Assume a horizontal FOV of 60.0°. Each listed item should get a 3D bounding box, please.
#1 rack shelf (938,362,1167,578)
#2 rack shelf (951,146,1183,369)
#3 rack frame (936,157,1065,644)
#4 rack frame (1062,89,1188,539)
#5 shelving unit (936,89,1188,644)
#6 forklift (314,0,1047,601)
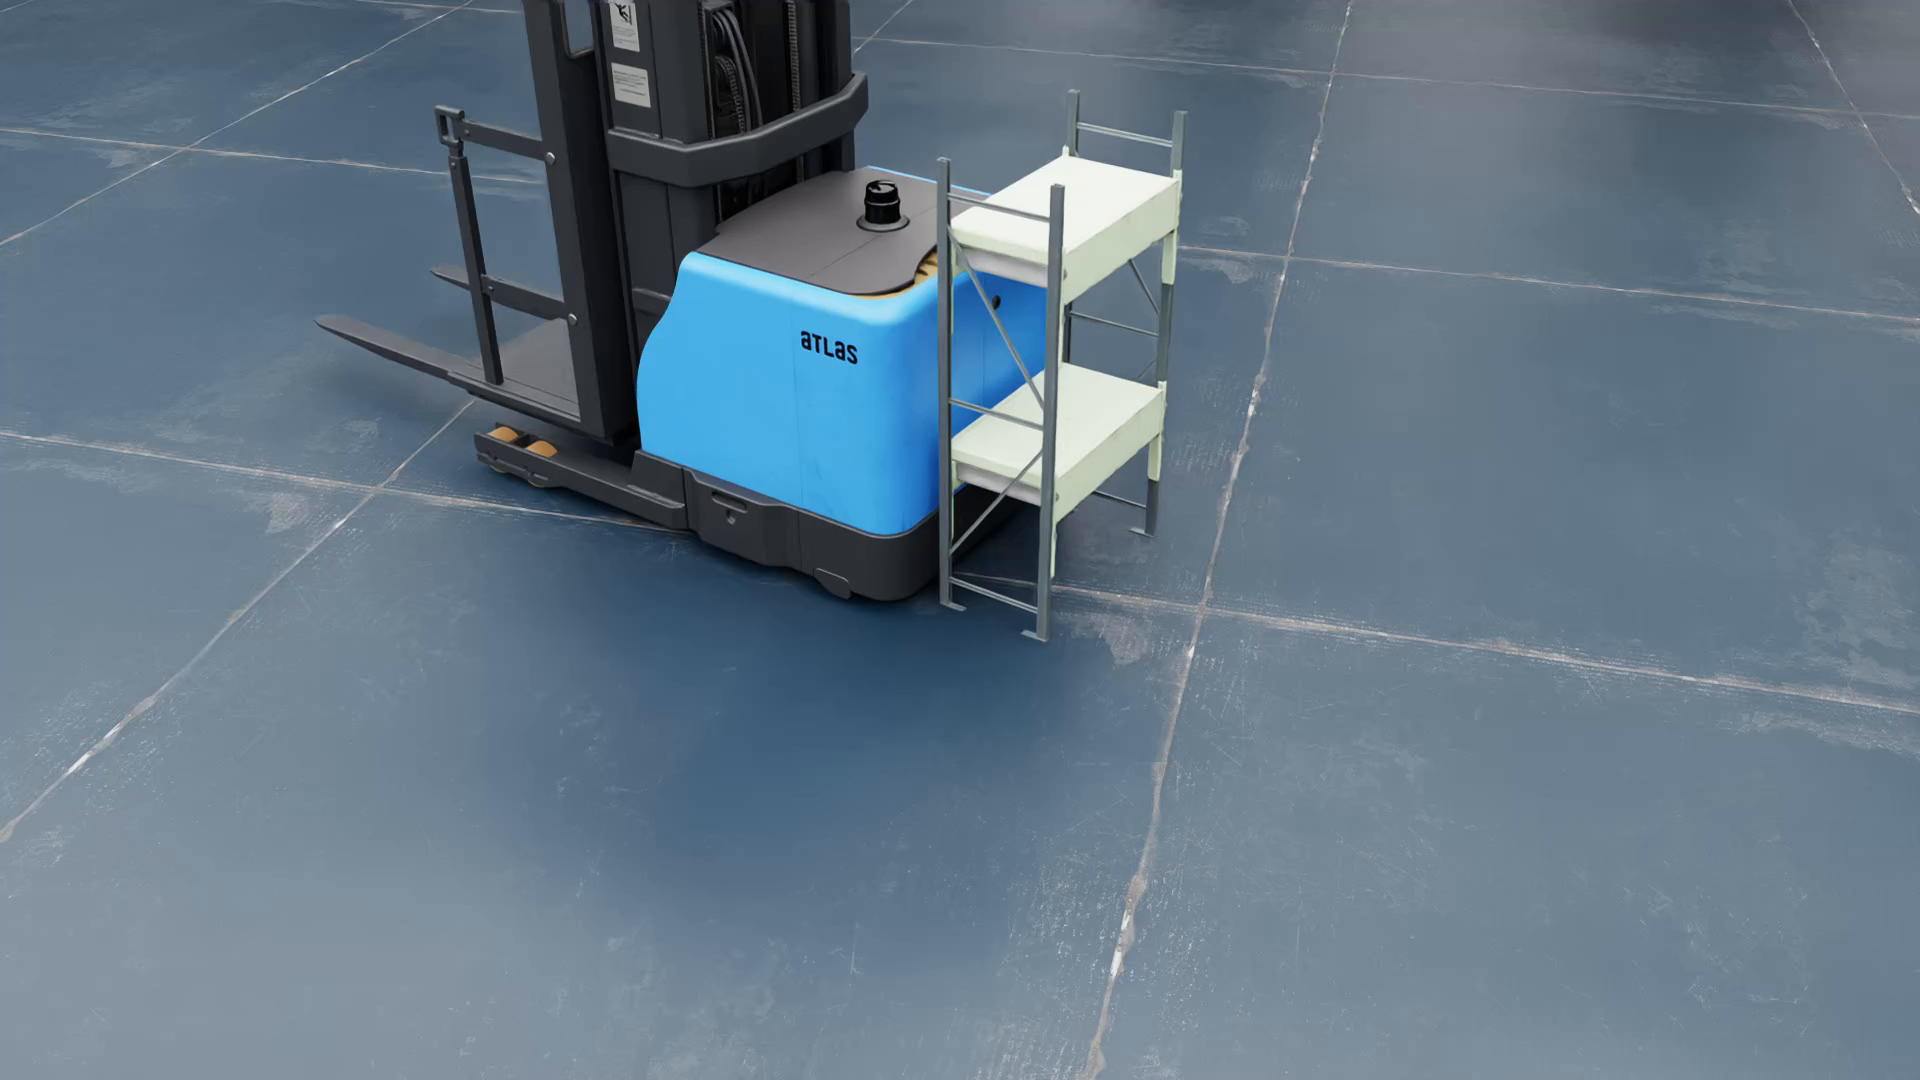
[{"bbox_3d":[0.307,-0.259,5.368,0.431,0.370,0.720,19,37,27],"label":"rack shelf"},{"bbox_3d":[0.307,-0.864,4.983,0.431,0.370,0.720,19,37,27],"label":"rack shelf"},{"bbox_3d":[0.108,-0.370,4.934,0.400,1.500,0.023,19,37,27],"label":"rack frame"},{"bbox_3d":[0.506,-0.699,5.452,0.400,1.500,0.023,19,37,27],"label":"rack frame"},{"bbox_3d":[0.307,-0.535,5.193,0.431,1.500,0.755,19,37,27],"label":"shelving unit"},{"bbox_3d":[-1.175,-1.642,5.601,3.031,2.935,1.130,20,37,28],"label":"forklift"}]
